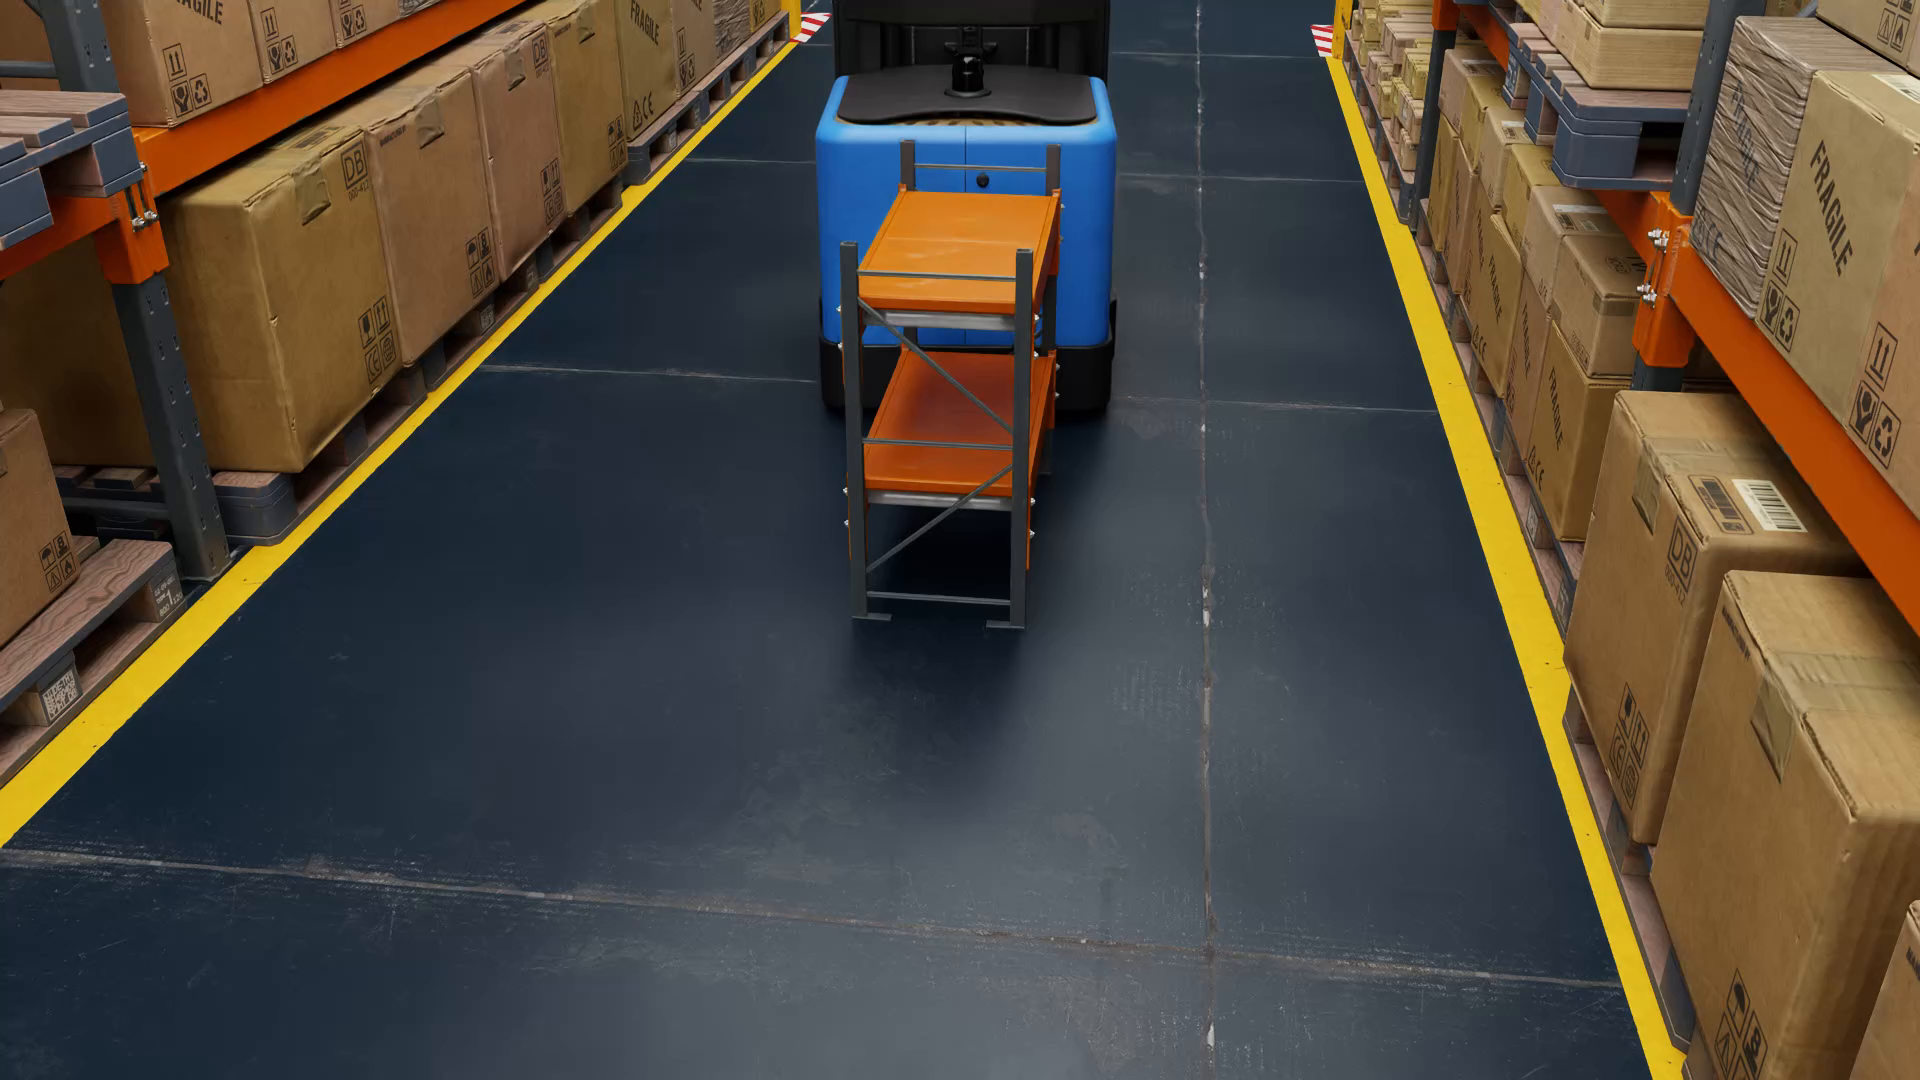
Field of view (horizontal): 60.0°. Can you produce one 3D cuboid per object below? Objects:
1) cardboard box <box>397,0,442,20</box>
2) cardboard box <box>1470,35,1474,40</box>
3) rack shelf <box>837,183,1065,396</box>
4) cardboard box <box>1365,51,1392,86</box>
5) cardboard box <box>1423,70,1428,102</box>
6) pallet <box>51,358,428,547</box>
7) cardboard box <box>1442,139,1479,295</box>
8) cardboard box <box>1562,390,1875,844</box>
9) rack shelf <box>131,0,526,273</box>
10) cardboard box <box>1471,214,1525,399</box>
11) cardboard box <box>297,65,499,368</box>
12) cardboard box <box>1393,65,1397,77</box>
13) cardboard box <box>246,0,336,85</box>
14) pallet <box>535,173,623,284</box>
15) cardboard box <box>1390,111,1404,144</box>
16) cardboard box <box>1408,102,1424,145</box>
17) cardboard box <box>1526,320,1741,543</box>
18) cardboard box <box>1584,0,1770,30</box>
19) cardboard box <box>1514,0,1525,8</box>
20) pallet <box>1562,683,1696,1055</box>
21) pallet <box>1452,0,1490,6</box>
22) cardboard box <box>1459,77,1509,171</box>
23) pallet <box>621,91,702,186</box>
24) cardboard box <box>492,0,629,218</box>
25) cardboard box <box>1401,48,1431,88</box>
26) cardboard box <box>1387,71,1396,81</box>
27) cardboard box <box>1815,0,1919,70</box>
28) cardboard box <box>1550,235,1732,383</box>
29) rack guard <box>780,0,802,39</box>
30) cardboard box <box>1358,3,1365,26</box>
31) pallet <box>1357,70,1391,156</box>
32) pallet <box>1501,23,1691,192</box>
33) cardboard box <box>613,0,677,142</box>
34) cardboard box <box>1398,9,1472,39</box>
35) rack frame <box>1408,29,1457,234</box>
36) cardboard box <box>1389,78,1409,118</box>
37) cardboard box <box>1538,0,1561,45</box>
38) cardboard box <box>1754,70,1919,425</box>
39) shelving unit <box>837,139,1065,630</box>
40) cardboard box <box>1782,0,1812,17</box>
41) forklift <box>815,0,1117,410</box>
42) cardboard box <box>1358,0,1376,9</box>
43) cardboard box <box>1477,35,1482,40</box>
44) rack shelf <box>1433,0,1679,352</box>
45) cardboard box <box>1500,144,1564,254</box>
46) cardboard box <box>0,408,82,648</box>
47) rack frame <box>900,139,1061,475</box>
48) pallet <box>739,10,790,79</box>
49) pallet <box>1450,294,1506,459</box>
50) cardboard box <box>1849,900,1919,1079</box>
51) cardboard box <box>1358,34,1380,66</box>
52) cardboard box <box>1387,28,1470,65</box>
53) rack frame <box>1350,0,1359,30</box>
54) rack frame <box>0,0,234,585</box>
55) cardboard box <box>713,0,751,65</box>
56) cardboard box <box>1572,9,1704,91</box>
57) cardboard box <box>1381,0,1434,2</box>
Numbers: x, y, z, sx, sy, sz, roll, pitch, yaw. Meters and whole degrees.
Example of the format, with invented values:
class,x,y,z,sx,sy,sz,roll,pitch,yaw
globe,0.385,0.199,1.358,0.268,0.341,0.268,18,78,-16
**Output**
class,x,y,z,sx,sy,sz,roll,pitch,yaw
cardboard box,-2.221,-2.220,6.102,0.500,0.500,0.500,3,29,6
cardboard box,3.178,-3.104,10.098,0.380,0.149,0.250,3,28,6
rack shelf,0.001,-0.756,4.850,0.538,0.278,1.000,3,28,6
cardboard box,2.606,-2.778,9.807,0.380,0.149,0.250,2,28,4
cardboard box,2.451,-2.165,8.041,0.380,0.149,0.250,4,29,8
pallet,-2.563,-0.382,5.737,1.003,0.211,1.213,3,28,6
cardboard box,2.249,-1.293,6.681,0.500,0.500,0.500,5,29,8
cardboard box,2.012,0.179,3.684,1.050,0.750,0.750,3,28,6
rack shelf,-2.489,-1.868,6.313,1.077,0.370,4.000,3,28,6
cardboard box,2.113,-0.811,5.785,0.500,0.500,0.500,2,28,4
cardboard box,-2.512,-1.236,6.178,1.225,0.875,0.875,3,29,6
cardboard box,2.618,-2.632,9.221,0.380,0.149,0.250,2,28,4
cardboard box,-2.344,-1.743,5.218,0.500,0.500,0.500,3,28,5
pallet,-2.264,-1.531,7.869,1.003,0.211,1.213,3,28,6
cardboard box,2.459,-2.170,8.679,0.380,0.149,0.250,2,28,5
cardboard box,2.389,-2.018,8.082,0.380,0.149,0.250,4,29,7
cardboard box,1.997,-0.317,4.868,0.500,0.500,0.500,3,28,6
cardboard box,1.785,-1.372,4.142,0.380,0.149,0.250,4,29,7
cardboard box,1.909,-1.723,5.107,0.380,0.149,0.250,2,28,4
pallet,2.005,0.687,3.753,1.003,0.211,1.213,3,28,6
pallet,2.428,-2.355,6.660,1.003,0.211,1.213,3,28,6
cardboard box,2.251,-1.622,6.500,0.500,0.250,0.500,4,29,8
pallet,-2.073,-2.252,9.208,1.003,0.211,1.213,3,28,6
cardboard box,-2.303,-2.073,7.733,1.225,0.875,0.875,3,29,6
cardboard box,2.467,-2.405,8.487,0.380,0.149,0.250,3,28,6
cardboard box,2.601,-2.531,9.348,0.380,0.149,0.250,4,29,7
cardboard box,2.111,-1.181,3.120,0.700,0.500,0.500,3,28,6
cardboard box,2.000,-0.659,4.713,0.500,0.250,0.500,3,28,5
rack guard,-1.751,-3.920,11.999,1.175,0.500,0.348,3,28,6
cardboard box,2.748,-3.377,10.605,0.380,0.149,0.250,3,28,6
pallet,2.860,-2.457,9.588,1.003,0.211,1.213,3,28,6
pallet,2.158,-1.165,4.452,1.213,0.211,1.003,3,28,6
cardboard box,-2.084,-2.682,8.863,0.875,0.875,0.875,3,28,6
cardboard box,2.677,-2.894,9.394,0.380,0.149,0.250,3,29,6
rack frame,2.666,-2.790,7.267,1.000,3.000,0.127,3,28,6
cardboard box,2.425,-2.273,8.556,0.380,0.149,0.250,2,28,4
cardboard box,1.844,-1.479,4.654,0.380,0.149,0.250,4,29,7
cardboard box,1.794,-0.516,2.941,0.500,0.500,0.500,3,28,6
shelving unit,0.001,-0.498,4.989,0.538,1.125,1.048,3,28,6
cardboard box,2.497,-1.434,4.571,0.380,0.149,0.250,5,29,9
forklift,0.051,-2.415,6.642,1.130,2.935,3.031,1,28,1
cardboard box,2.682,-3.390,10.316,0.380,0.149,0.250,3,28,6
cardboard box,3.062,-2.753,9.132,0.380,0.149,0.250,2,28,4
rack shelf,2.421,-1.532,5.690,1.077,0.370,4.000,3,28,6
cardboard box,2.129,-1.136,5.598,0.500,0.250,0.500,4,29,7
cardboard box,-2.796,-0.020,4.296,0.700,0.500,0.500,2,28,4
rack frame,0.063,-0.738,5.433,0.500,1.125,0.032,3,28,6
pallet,-1.774,-3.400,11.339,1.003,0.211,1.213,3,28,6
pallet,2.425,-0.620,6.179,1.003,0.211,1.213,3,28,6
cardboard box,1.795,1.030,2.105,1.050,0.750,0.750,3,28,6
cardboard box,2.660,-3.016,10.248,0.380,0.149,0.250,4,29,7
cardboard box,2.517,-2.655,8.952,0.380,0.149,0.250,2,28,4
rack frame,3.156,-4.673,10.762,1.000,3.000,0.127,3,28,6
rack frame,-2.734,-1.243,4.395,1.000,3.000,0.127,3,28,6
cardboard box,-1.865,-3.524,10.427,0.875,0.875,0.875,3,28,6
cardboard box,1.780,-1.241,4.213,0.380,0.149,0.250,4,29,7
cardboard box,2.691,-3.139,9.849,0.380,0.149,0.250,4,29,8
